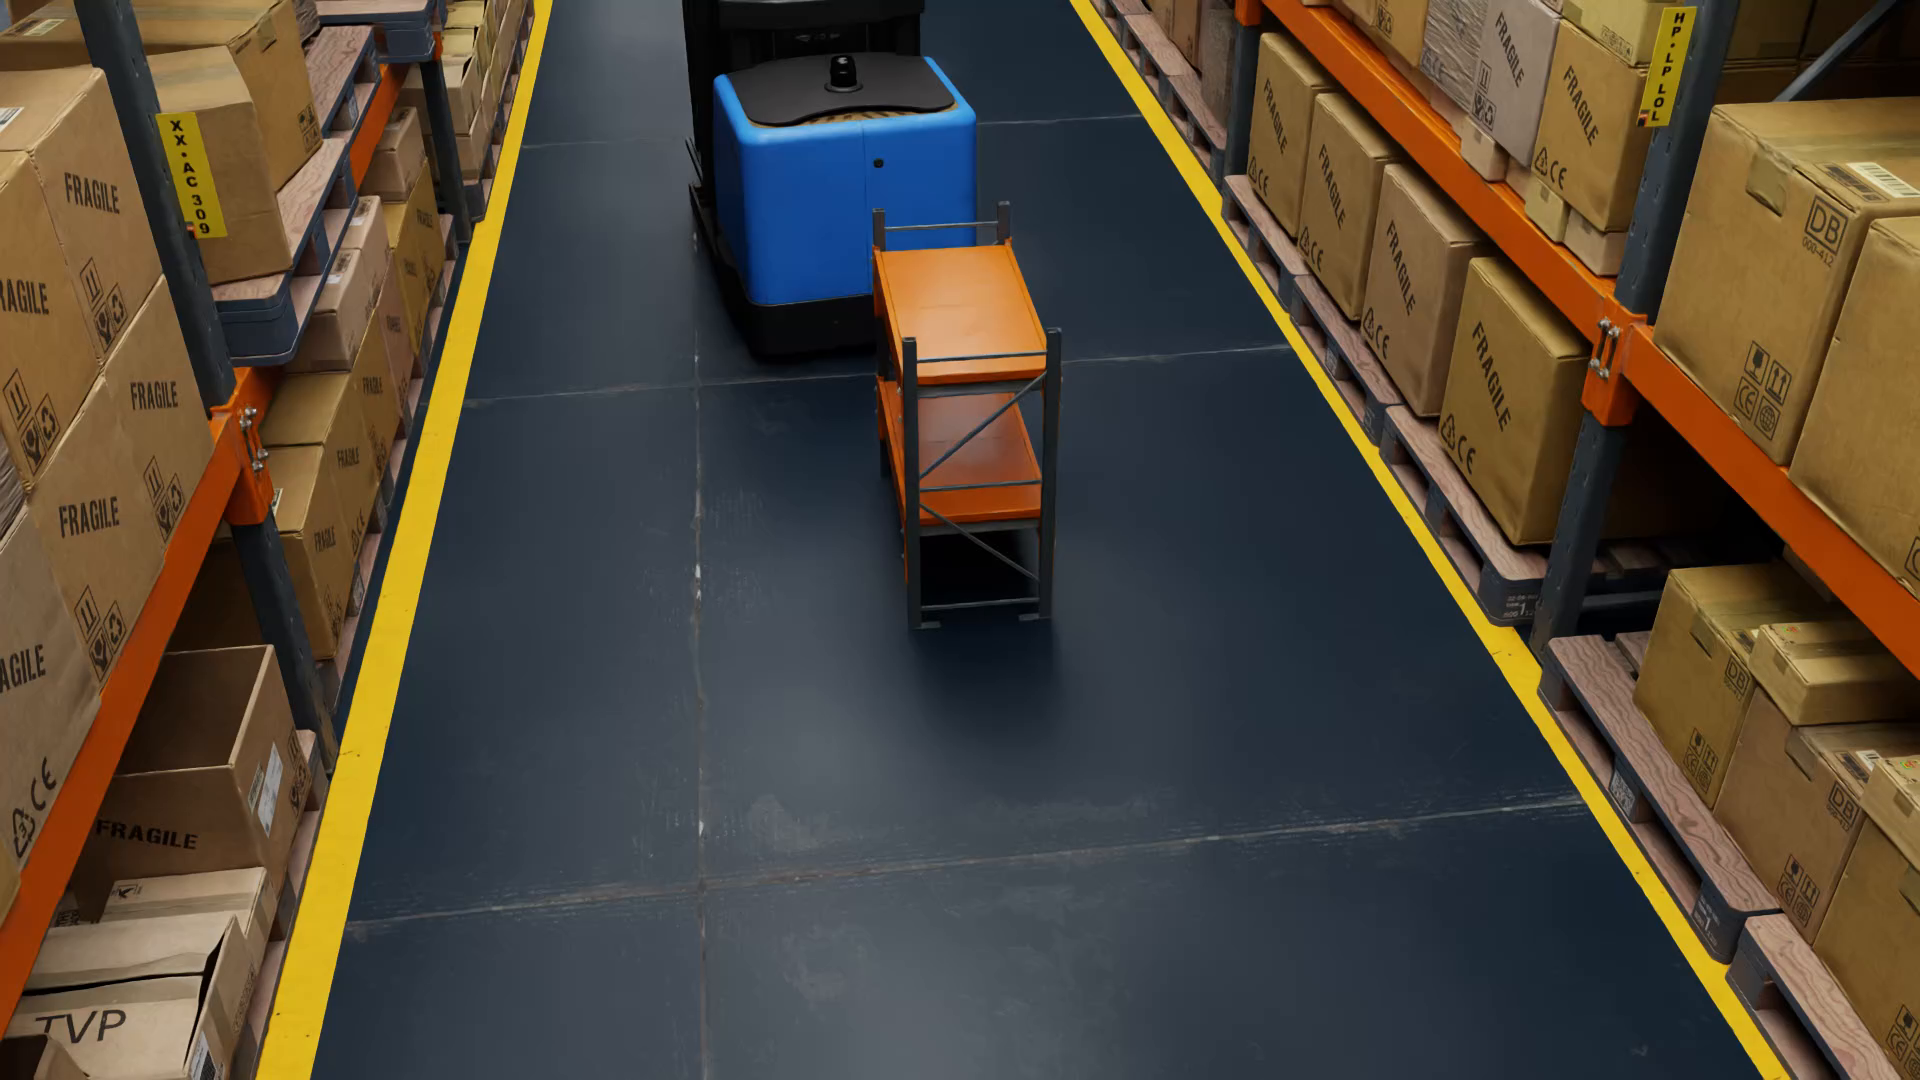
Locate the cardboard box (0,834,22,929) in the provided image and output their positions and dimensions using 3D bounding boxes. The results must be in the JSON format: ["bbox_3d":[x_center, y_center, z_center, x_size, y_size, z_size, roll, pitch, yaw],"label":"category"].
[{"bbox_3d":[-1.920,0.574,2.656,0.500,0.500,0.500,-4,34,-6],"label":"cardboard box"}]

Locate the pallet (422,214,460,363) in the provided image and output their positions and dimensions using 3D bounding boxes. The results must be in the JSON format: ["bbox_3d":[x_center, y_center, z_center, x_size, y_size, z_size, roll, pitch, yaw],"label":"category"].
[{"bbox_3d":[-2.930,-1.163,7.769,1.003,0.211,1.213,-4,35,-6],"label":"pallet"}]

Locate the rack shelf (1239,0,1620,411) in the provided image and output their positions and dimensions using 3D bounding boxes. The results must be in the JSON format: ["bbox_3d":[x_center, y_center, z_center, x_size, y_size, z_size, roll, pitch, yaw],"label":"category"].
[{"bbox_3d":[2.184,-1.699,6.718,1.077,0.370,4.000,-4,35,-6],"label":"rack shelf"}]

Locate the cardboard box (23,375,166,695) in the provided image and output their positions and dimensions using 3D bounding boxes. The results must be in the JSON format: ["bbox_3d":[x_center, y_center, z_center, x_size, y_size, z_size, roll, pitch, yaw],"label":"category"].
[{"bbox_3d":[-2.063,0.003,3.493,0.500,0.500,0.500,-3,34,-5],"label":"cardboard box"}]

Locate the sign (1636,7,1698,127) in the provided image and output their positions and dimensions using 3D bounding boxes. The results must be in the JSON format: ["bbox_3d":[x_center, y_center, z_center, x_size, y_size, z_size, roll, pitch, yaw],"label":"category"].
[{"bbox_3d":[1.917,-1.279,4.506,0.100,0.325,0.005,-4,35,-6],"label":"sign"}]

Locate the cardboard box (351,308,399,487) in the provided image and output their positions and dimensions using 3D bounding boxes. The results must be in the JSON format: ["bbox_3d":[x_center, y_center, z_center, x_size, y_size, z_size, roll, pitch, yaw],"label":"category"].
[{"bbox_3d":[-2.421,-0.516,6.173,0.500,0.500,0.500,-4,34,-6],"label":"cardboard box"}]

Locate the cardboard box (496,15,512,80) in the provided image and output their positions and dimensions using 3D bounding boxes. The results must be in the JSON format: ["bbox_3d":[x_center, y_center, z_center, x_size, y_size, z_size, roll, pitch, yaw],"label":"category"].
[{"bbox_3d":[-2.985,-2.943,9.973,0.500,0.250,0.500,-4,34,-5],"label":"cardboard box"}]

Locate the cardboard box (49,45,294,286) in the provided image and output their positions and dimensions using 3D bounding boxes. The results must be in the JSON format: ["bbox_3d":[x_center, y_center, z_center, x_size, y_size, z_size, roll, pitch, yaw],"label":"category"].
[{"bbox_3d":[-2.297,-0.999,4.590,0.700,0.500,0.500,-16,37,-22],"label":"cardboard box"}]

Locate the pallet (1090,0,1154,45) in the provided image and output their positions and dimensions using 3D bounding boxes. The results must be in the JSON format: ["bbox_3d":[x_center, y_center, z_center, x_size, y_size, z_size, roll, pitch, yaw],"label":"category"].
[{"bbox_3d":[1.484,-3.758,11.576,1.003,0.211,1.213,-4,35,-6],"label":"pallet"}]

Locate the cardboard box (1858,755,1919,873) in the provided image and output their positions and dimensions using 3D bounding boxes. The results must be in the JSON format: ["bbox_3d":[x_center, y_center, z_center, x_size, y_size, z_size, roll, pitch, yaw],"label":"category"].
[{"bbox_3d":[2.388,0.633,3.929,0.380,0.149,0.250,-5,35,-8],"label":"cardboard box"}]

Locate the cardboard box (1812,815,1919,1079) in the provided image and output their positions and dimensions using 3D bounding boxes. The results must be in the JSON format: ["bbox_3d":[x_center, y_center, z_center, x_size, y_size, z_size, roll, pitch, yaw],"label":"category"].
[{"bbox_3d":[2.584,0.972,4.007,0.700,0.500,0.500,-4,34,-5],"label":"cardboard box"}]

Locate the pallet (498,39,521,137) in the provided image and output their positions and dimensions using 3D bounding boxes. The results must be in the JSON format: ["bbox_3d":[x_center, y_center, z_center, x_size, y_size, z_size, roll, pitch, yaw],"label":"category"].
[{"bbox_3d":[-3.226,-2.724,10.060,1.003,0.211,1.213,-4,35,-6],"label":"pallet"}]

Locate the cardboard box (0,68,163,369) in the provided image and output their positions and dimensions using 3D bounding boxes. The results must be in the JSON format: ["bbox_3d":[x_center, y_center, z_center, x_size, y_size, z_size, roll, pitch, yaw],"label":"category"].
[{"bbox_3d":[-2.130,-0.695,3.629,0.500,0.500,0.500,-4,34,-6],"label":"cardboard box"}]

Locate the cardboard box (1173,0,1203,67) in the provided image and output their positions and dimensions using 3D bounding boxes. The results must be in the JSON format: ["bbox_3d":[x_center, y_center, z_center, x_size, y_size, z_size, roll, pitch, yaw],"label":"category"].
[{"bbox_3d":[1.718,-3.230,10.155,0.700,0.500,0.500,-5,35,-7],"label":"cardboard box"}]

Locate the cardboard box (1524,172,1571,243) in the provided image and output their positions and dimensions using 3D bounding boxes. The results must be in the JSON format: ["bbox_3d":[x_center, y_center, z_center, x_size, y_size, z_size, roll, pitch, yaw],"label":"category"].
[{"bbox_3d":[2.070,-1.091,5.392,0.380,0.149,0.250,-4,34,-5],"label":"cardboard box"}]

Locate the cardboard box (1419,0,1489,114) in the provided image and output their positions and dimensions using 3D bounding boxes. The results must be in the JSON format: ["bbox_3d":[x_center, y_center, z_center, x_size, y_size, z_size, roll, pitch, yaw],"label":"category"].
[{"bbox_3d":[2.004,-1.856,5.939,0.500,0.500,0.500,-4,35,-6],"label":"cardboard box"}]

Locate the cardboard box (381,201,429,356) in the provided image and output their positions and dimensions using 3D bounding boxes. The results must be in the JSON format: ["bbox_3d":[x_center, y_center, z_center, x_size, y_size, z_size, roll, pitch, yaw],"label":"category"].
[{"bbox_3d":[-2.565,-1.091,7.016,0.500,0.500,0.500,-6,35,-8],"label":"cardboard box"}]

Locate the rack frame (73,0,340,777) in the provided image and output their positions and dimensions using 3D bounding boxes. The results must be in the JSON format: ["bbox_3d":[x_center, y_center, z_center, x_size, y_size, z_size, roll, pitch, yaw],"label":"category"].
[{"bbox_3d":[-2.455,-0.503,4.324,1.000,3.000,0.127,-4,35,-6],"label":"rack frame"}]

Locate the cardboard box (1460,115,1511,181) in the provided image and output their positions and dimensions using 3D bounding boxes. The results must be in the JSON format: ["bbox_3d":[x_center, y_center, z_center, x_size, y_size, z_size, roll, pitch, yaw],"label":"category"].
[{"bbox_3d":[1.986,-1.382,5.819,0.380,0.149,0.250,-4,35,-6],"label":"cardboard box"}]

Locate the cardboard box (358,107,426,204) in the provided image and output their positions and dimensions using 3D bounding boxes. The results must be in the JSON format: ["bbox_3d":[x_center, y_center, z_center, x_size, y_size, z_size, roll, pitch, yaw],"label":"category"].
[{"bbox_3d":[-2.623,-1.658,7.183,0.500,0.250,0.500,-3,34,-5],"label":"cardboard box"}]

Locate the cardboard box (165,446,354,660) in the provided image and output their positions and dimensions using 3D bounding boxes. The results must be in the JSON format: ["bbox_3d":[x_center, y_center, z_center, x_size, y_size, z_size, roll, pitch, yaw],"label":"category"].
[{"bbox_3d":[-2.278,0.060,5.327,0.500,0.500,0.500,-6,35,-9],"label":"cardboard box"}]

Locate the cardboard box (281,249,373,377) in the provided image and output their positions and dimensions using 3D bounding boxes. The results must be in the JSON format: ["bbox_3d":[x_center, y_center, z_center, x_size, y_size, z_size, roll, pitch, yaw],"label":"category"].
[{"bbox_3d":[-2.413,-0.808,5.935,0.500,0.250,0.500,-4,35,-6],"label":"cardboard box"}]

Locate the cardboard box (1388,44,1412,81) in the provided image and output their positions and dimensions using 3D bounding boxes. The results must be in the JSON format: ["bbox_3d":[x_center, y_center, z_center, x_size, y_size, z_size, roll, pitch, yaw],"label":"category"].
[{"bbox_3d":[1.947,-1.960,6.668,0.380,0.149,0.250,-4,34,-6],"label":"cardboard box"}]

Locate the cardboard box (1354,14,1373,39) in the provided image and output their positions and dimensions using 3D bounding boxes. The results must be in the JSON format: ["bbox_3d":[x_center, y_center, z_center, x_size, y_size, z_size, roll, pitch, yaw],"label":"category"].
[{"bbox_3d":[1.907,-2.244,7.085,0.380,0.149,0.250,-4,34,-5],"label":"cardboard box"}]

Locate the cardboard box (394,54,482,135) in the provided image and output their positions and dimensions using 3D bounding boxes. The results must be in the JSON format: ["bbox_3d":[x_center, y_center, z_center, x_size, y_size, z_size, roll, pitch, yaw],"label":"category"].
[{"bbox_3d":[-2.772,-2.318,8.559,0.500,0.311,0.500,-3,34,-5],"label":"cardboard box"}]

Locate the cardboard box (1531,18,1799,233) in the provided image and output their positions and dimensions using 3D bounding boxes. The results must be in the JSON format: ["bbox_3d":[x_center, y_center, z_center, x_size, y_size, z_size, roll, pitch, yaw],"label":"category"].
[{"bbox_3d":[2.142,-1.291,5.110,0.500,0.500,0.500,-5,35,-7],"label":"cardboard box"}]

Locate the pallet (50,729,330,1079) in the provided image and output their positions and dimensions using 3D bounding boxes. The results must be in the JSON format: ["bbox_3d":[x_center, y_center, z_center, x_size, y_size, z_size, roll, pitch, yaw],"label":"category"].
[{"bbox_3d":[-2.363,1.033,4.547,1.003,0.211,1.213,-4,35,-6],"label":"pallet"}]

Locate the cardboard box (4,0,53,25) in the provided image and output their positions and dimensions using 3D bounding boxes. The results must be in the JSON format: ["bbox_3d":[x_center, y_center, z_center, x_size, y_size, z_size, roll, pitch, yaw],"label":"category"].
[{"bbox_3d":[-2.753,-1.699,5.617,0.700,0.500,0.500,-13,36,-18],"label":"cardboard box"}]

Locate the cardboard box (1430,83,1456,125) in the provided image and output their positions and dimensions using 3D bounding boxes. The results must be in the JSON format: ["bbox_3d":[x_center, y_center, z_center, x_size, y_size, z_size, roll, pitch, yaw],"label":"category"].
[{"bbox_3d":[2.000,-1.664,6.233,0.380,0.149,0.250,-5,35,-8],"label":"cardboard box"}]

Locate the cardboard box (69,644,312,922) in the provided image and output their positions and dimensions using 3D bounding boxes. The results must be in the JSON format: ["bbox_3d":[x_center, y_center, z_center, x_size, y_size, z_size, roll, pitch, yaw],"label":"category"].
[{"bbox_3d":[-2.097,0.645,4.469,0.500,0.500,0.500,-4,35,-6],"label":"cardboard box"}]

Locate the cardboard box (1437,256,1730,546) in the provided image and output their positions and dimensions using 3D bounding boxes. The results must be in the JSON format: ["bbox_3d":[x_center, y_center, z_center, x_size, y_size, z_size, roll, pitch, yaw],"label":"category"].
[{"bbox_3d":[2.237,-0.518,5.882,0.750,0.750,0.750,-4,34,-6],"label":"cardboard box"}]

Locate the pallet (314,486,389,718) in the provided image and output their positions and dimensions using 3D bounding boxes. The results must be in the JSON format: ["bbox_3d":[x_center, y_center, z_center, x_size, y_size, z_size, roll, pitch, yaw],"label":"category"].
[{"bbox_3d":[-2.602,0.199,5.771,1.003,0.211,1.213,-4,35,-6],"label":"pallet"}]

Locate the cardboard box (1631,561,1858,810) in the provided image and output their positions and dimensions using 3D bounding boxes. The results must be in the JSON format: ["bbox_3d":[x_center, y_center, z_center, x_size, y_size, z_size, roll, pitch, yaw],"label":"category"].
[{"bbox_3d":[2.452,0.405,4.840,0.700,0.500,0.500,-4,34,-6],"label":"cardboard box"}]

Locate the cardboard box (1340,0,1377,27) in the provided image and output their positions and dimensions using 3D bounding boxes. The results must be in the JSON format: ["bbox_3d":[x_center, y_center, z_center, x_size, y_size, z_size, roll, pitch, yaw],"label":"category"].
[{"bbox_3d":[1.854,-2.424,6.773,0.500,0.500,0.500,-5,35,-7],"label":"cardboard box"}]

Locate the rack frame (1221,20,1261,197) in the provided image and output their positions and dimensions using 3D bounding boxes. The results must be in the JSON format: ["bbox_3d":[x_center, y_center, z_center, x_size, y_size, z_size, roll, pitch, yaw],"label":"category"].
[{"bbox_3d":[1.915,-3.112,8.153,1.000,3.000,0.127,-4,35,-6],"label":"rack frame"}]

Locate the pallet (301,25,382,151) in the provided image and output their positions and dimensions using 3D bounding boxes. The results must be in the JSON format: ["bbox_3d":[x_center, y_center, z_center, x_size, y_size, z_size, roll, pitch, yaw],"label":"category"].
[{"bbox_3d":[-2.727,-1.571,6.061,1.003,0.211,1.213,-4,35,-6],"label":"pallet"}]

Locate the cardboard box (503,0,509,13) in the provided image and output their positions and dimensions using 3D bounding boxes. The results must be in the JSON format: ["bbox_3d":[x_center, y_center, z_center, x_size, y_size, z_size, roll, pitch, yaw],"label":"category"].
[{"bbox_3d":[-3.051,-3.463,10.239,0.500,0.311,0.500,-4,35,-7],"label":"cardboard box"}]

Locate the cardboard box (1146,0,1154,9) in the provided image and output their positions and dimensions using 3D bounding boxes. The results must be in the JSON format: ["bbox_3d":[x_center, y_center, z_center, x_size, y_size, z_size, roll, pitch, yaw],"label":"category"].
[{"bbox_3d":[1.612,-3.799,10.990,0.700,0.500,0.500,-5,35,-7],"label":"cardboard box"}]

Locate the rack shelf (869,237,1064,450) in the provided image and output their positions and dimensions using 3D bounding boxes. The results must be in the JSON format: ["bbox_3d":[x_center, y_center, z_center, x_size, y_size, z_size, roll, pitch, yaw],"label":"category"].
[{"bbox_3d":[0.001,-0.703,5.763,0.538,0.278,1.000,-4,35,-6],"label":"rack shelf"}]

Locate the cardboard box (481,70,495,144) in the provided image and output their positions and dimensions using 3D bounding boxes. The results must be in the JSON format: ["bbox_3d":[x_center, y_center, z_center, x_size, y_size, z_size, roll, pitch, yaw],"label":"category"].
[{"bbox_3d":[-2.841,-2.367,9.128,0.500,0.250,0.500,-5,35,-8],"label":"cardboard box"}]

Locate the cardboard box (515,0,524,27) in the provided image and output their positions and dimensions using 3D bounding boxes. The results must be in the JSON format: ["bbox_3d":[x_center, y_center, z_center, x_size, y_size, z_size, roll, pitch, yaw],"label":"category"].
[{"bbox_3d":[-3.121,-3.512,10.809,0.500,0.250,0.500,-5,35,-7],"label":"cardboard box"}]

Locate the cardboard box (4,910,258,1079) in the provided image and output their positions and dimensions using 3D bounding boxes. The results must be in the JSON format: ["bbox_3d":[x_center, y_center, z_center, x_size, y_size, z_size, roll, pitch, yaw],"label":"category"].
[{"bbox_3d":[-1.996,1.142,3.908,0.500,0.311,0.500,-4,35,-6],"label":"cardboard box"}]

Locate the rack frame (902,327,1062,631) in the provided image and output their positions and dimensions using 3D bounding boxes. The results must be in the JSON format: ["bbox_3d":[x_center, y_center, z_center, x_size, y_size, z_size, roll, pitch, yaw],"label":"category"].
[{"bbox_3d":[0.069,-0.177,5.511,0.500,1.125,0.032,-4,35,-6],"label":"rack frame"}]

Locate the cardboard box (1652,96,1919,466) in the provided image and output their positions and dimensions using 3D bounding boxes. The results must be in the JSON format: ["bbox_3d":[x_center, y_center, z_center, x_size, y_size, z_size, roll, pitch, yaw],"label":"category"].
[{"bbox_3d":[2.510,-0.700,4.347,0.980,0.700,0.700,-4,34,-6],"label":"cardboard box"}]

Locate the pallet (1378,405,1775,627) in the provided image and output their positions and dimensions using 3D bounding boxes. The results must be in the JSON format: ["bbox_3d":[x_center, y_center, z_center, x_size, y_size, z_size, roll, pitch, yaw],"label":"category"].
[{"bbox_3d":[2.275,-0.152,6.286,1.003,0.211,1.213,-4,35,-6],"label":"pallet"}]

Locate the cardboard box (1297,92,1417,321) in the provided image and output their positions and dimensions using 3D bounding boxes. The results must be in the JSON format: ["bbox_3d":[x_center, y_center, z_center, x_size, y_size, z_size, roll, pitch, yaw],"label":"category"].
[{"bbox_3d":[1.996,-1.488,7.305,0.750,0.750,0.750,-5,35,-7],"label":"cardboard box"}]

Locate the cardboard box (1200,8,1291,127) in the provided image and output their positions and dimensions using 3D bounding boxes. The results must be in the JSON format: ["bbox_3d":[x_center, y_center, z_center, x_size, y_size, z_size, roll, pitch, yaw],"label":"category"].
[{"bbox_3d":[1.767,-2.659,9.317,0.700,0.500,0.500,-4,34,-6],"label":"cardboard box"}]

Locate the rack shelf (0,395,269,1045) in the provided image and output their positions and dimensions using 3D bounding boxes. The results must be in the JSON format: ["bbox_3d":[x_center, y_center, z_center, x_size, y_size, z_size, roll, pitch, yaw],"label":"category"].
[{"bbox_3d":[-2.186,0.911,2.889,1.077,0.370,4.000,-4,35,-6],"label":"rack shelf"}]

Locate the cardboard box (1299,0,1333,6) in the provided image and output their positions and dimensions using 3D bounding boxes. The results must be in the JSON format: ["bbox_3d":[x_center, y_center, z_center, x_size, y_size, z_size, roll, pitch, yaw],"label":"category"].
[{"bbox_3d":[1.707,-2.519,7.488,0.380,0.149,0.250,-3,34,-5],"label":"cardboard box"}]

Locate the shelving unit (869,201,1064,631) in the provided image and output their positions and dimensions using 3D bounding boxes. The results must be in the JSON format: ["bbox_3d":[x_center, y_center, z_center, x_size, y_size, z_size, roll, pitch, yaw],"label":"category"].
[{"bbox_3d":[0.001,-0.461,5.928,0.538,1.125,1.048,-4,35,-6],"label":"shelving unit"}]

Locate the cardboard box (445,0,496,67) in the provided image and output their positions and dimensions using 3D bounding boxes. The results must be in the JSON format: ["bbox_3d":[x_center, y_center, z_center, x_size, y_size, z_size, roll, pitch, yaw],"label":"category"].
[{"bbox_3d":[-2.917,-2.896,9.406,0.500,0.311,0.500,-5,35,-8],"label":"cardboard box"}]

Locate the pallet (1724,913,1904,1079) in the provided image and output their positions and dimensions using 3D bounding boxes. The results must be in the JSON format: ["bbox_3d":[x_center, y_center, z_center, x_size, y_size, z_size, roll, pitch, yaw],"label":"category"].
[{"bbox_3d":[2.646,1.385,4.030,1.003,0.211,1.213,-4,35,-6],"label":"pallet"}]

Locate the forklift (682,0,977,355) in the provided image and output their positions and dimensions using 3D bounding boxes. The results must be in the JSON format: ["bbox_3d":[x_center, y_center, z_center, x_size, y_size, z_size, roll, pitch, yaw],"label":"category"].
[{"bbox_3d":[-0.793,-2.851,7.831,1.130,2.935,3.031,-9,35,-13],"label":"forklift"}]

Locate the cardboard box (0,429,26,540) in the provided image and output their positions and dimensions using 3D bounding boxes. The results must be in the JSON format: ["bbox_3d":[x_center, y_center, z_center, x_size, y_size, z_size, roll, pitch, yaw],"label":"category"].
[{"bbox_3d":[-1.991,-0.128,2.797,0.500,0.500,0.500,-4,34,-6],"label":"cardboard box"}]

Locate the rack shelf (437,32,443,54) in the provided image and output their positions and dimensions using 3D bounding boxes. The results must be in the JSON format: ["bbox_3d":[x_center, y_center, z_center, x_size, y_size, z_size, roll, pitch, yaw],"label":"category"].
[{"bbox_3d":[-3.262,-3.554,9.440,1.077,0.370,4.000,-4,35,-6],"label":"rack shelf"}]

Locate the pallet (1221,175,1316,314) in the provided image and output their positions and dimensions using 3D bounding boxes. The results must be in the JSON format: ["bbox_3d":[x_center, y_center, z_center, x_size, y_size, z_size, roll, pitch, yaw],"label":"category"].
[{"bbox_3d":[1.947,-1.514,8.284,1.003,0.211,1.213,-4,35,-6],"label":"pallet"}]

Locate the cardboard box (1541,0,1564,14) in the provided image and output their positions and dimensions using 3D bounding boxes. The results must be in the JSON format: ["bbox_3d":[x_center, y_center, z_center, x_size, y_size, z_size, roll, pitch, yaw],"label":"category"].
[{"bbox_3d":[2.078,-1.890,5.323,0.500,0.250,0.500,-4,34,-5],"label":"cardboard box"}]
